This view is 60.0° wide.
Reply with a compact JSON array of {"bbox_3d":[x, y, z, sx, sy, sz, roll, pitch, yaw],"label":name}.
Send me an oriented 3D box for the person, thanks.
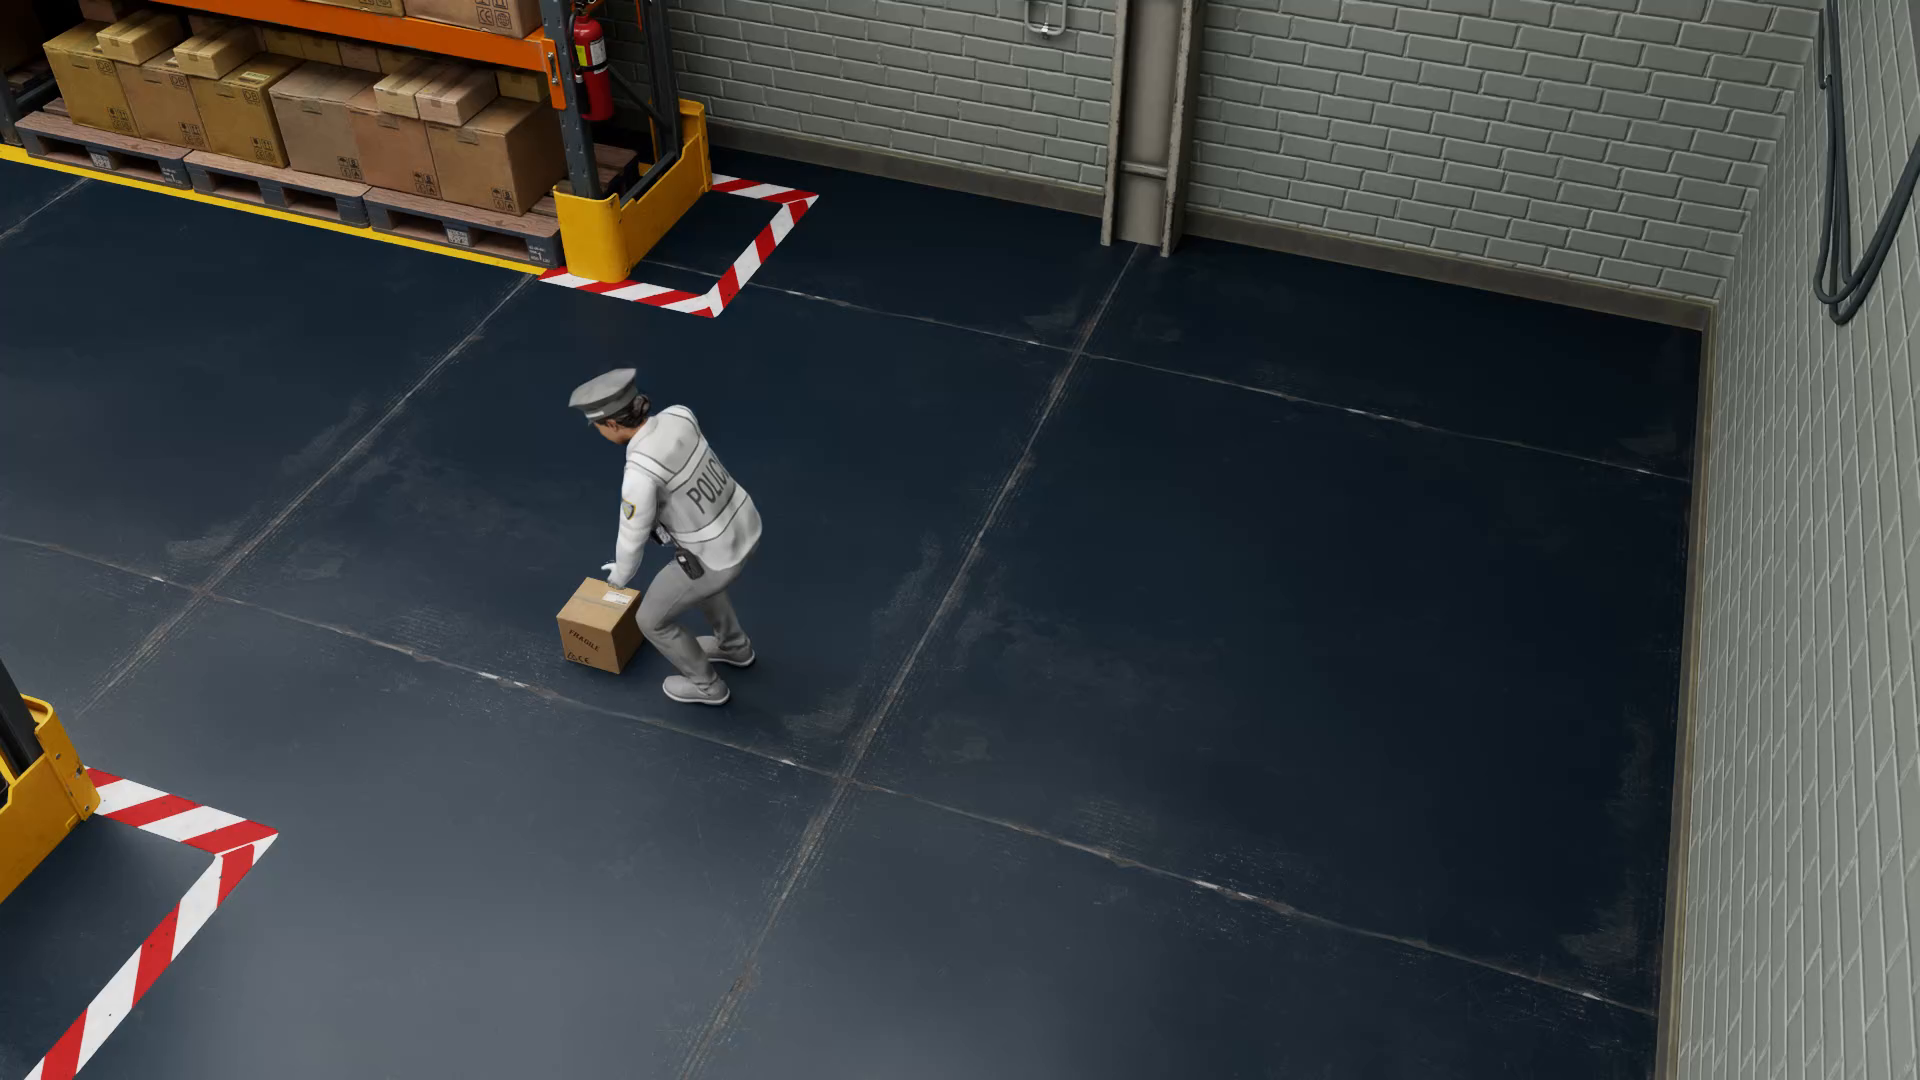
[{"bbox_3d":[-1.078,0.014,6.291,0.634,1.479,0.531,14,44,15],"label":"person"}]
